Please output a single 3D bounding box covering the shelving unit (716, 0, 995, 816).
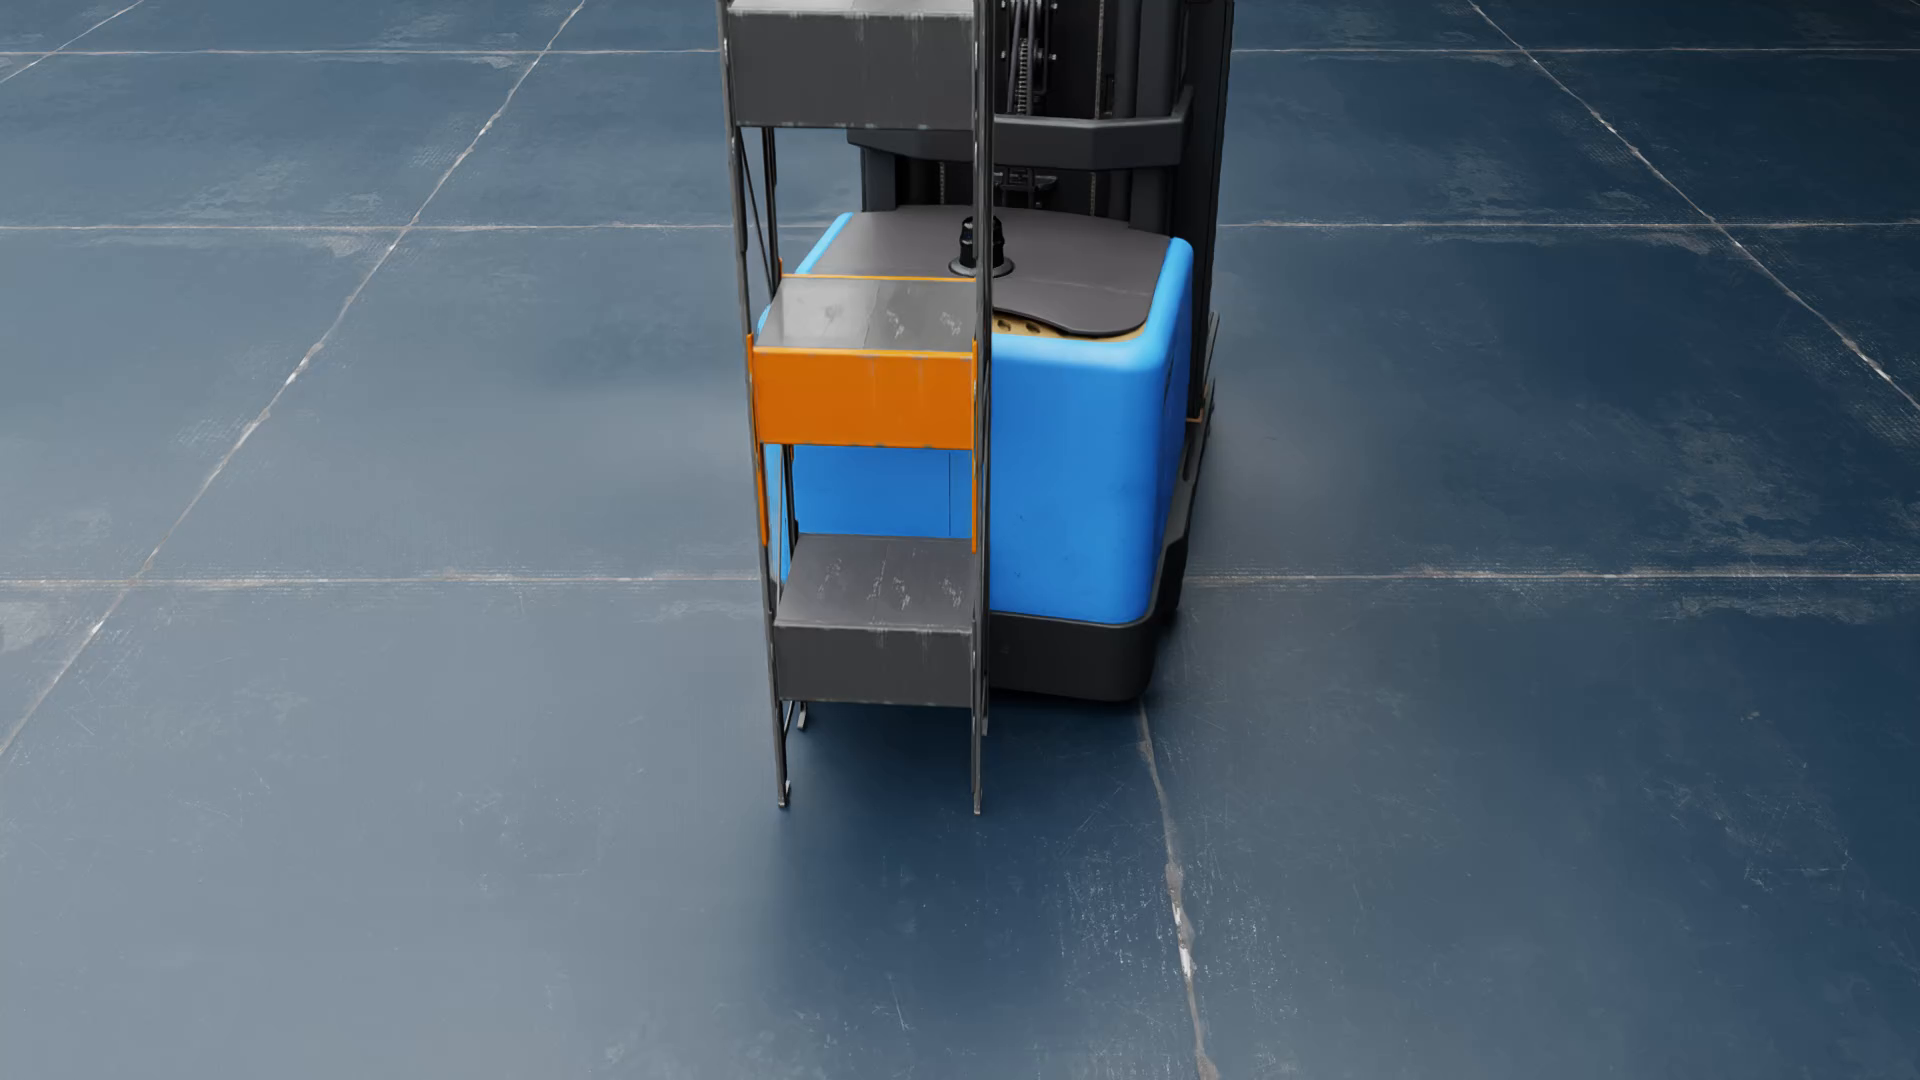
[{"bbox_3d":[-0.190,-0.318,3.742,0.503,2.100,0.431,2,32,3],"label":"shelving unit"}]

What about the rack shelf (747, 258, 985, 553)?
[{"bbox_3d":[-0.190,-0.307,3.749,0.480,0.518,0.431,2,32,3],"label":"rack shelf"}]

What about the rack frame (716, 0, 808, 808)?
[{"bbox_3d":[-0.433,-0.327,3.756,0.015,2.100,0.400,2,32,3],"label":"rack frame"}]

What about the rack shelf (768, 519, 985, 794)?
[{"bbox_3d":[-0.189,0.285,4.124,0.480,0.518,0.431,2,32,3],"label":"rack shelf"}]

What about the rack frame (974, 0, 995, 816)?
[{"bbox_3d":[0.054,-0.310,3.728,0.015,2.100,0.400,2,32,3],"label":"rack frame"}]

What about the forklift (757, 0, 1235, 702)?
[{"bbox_3d":[0.291,-1.577,5.023,1.130,2.935,3.031,6,32,10],"label":"forklift"}]

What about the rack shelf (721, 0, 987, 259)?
[{"bbox_3d":[-0.191,-0.898,3.375,0.480,0.518,0.431,2,32,3],"label":"rack shelf"}]
